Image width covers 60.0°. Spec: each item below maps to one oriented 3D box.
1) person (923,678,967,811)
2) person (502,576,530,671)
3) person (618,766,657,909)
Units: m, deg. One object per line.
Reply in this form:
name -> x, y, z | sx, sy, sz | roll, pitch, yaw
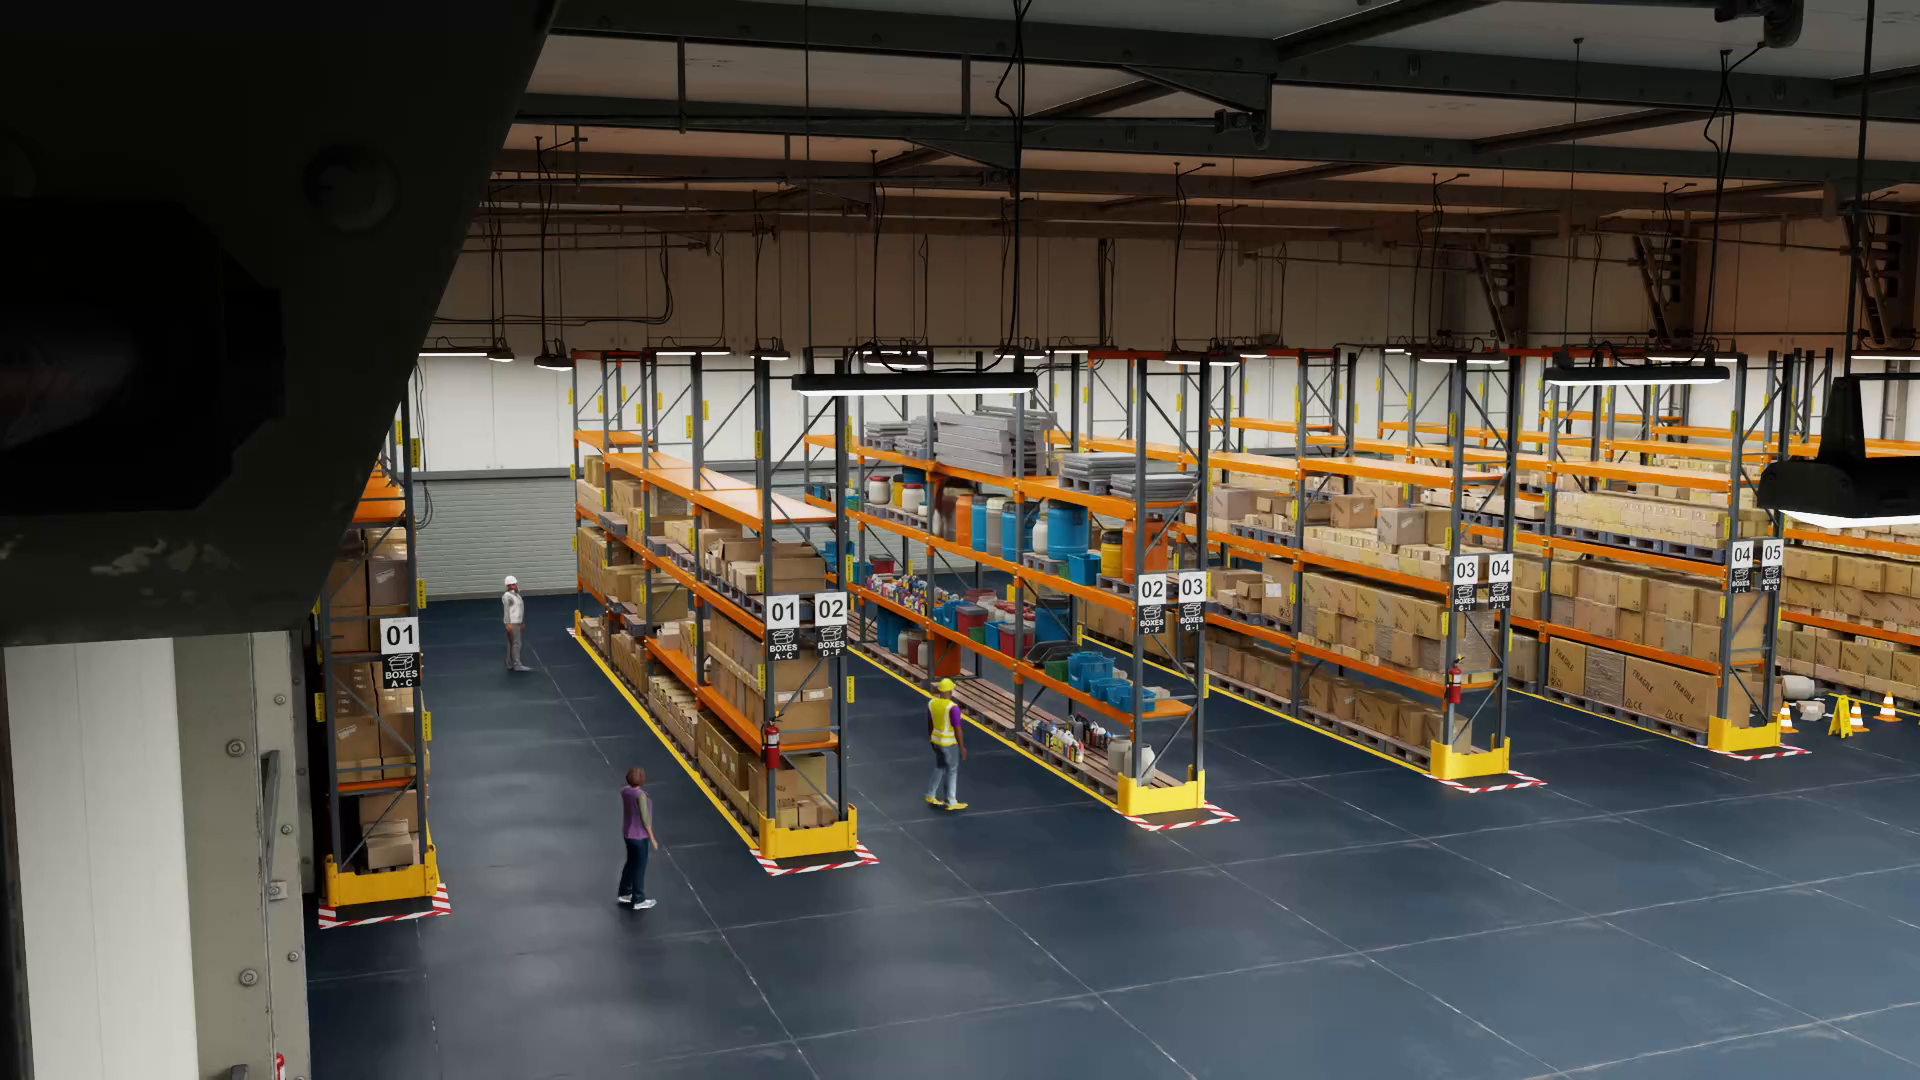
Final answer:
person -> -0.171, 2.722, 22.178 | 0.459, 1.795, 0.640 | -5, 9, -35
person -> -8.375, 1.558, 31.378 | 0.477, 1.777, 0.557 | -1, 7, -10
person -> -3.556, 3.277, 18.343 | 0.365, 1.616, 0.493 | -4, 8, -29
